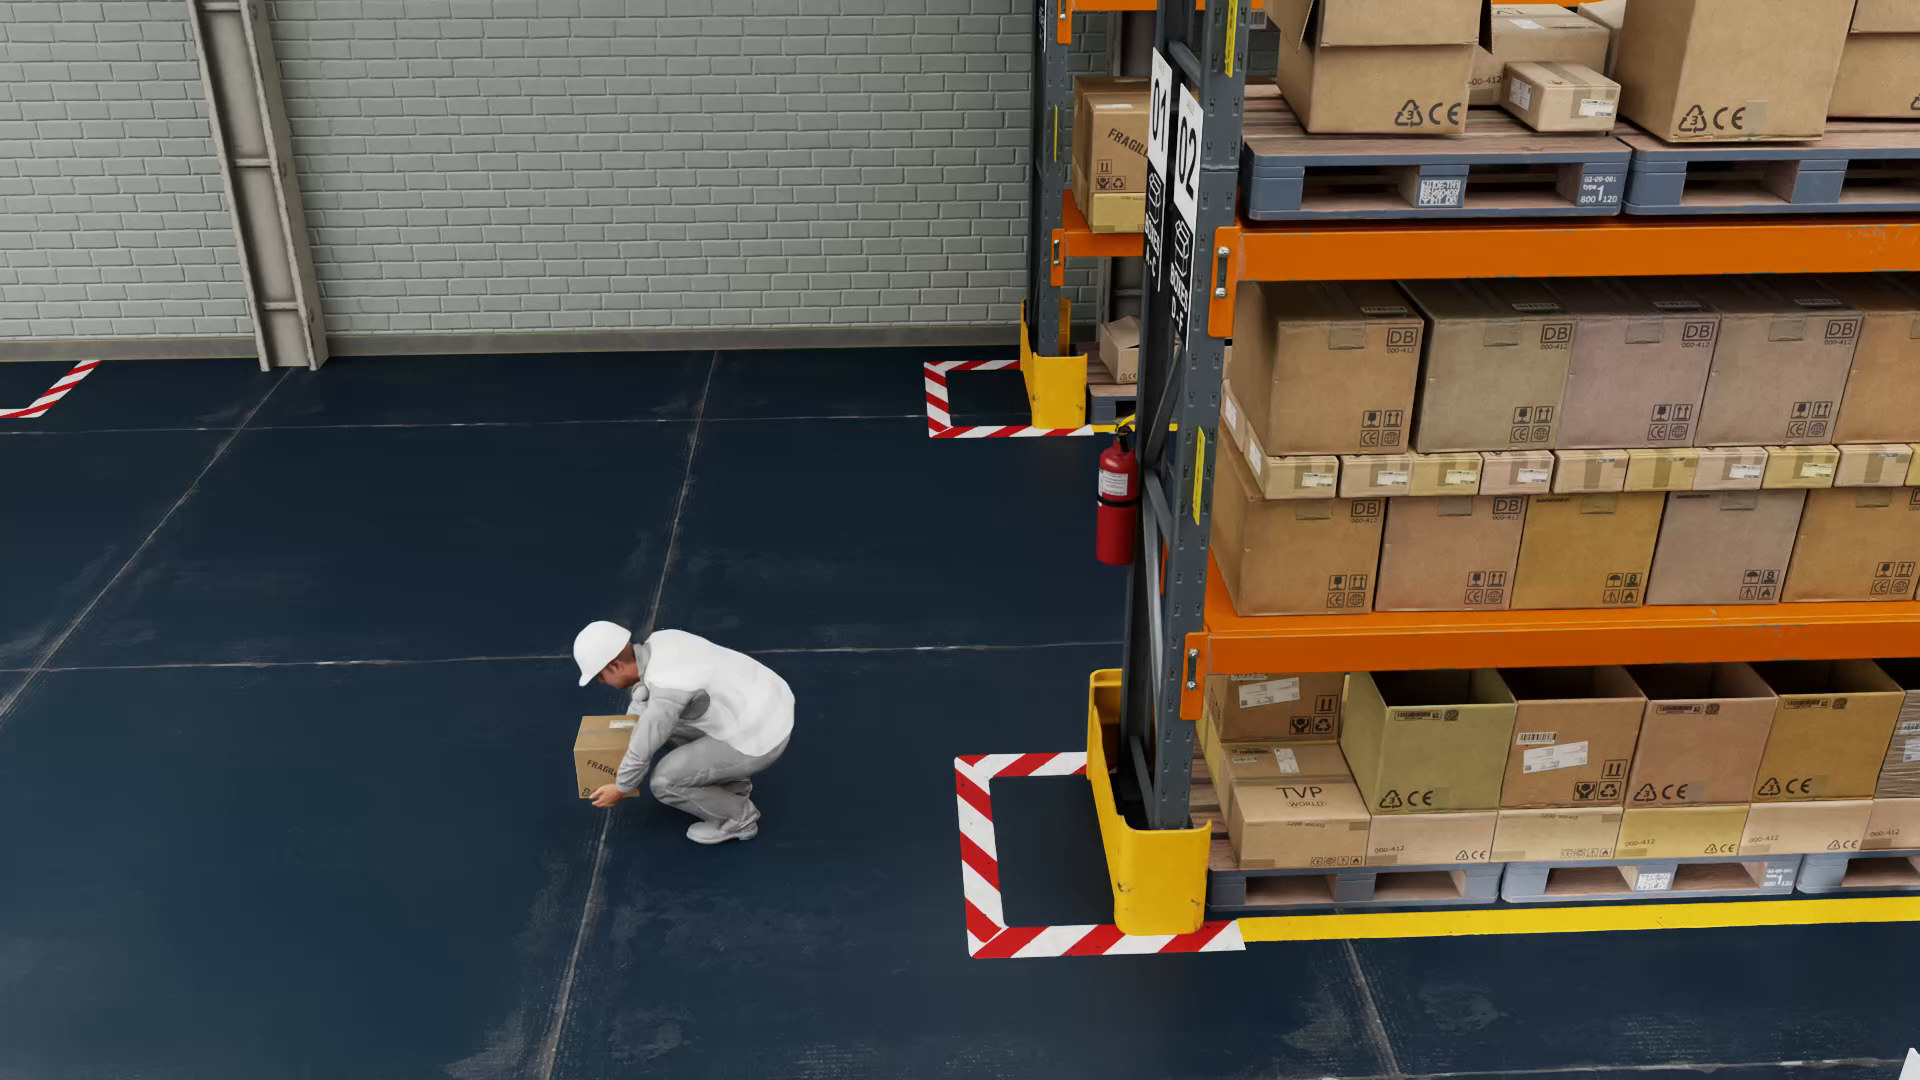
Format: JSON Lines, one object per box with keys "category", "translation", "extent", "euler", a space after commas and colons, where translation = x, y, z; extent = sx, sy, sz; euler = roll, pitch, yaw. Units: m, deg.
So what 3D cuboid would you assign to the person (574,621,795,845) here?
{"category": "person", "translation": [-1.128, 0.763, 6.944], "extent": [0.870, 1.019, 0.530], "euler": [-1, 27, -3]}
